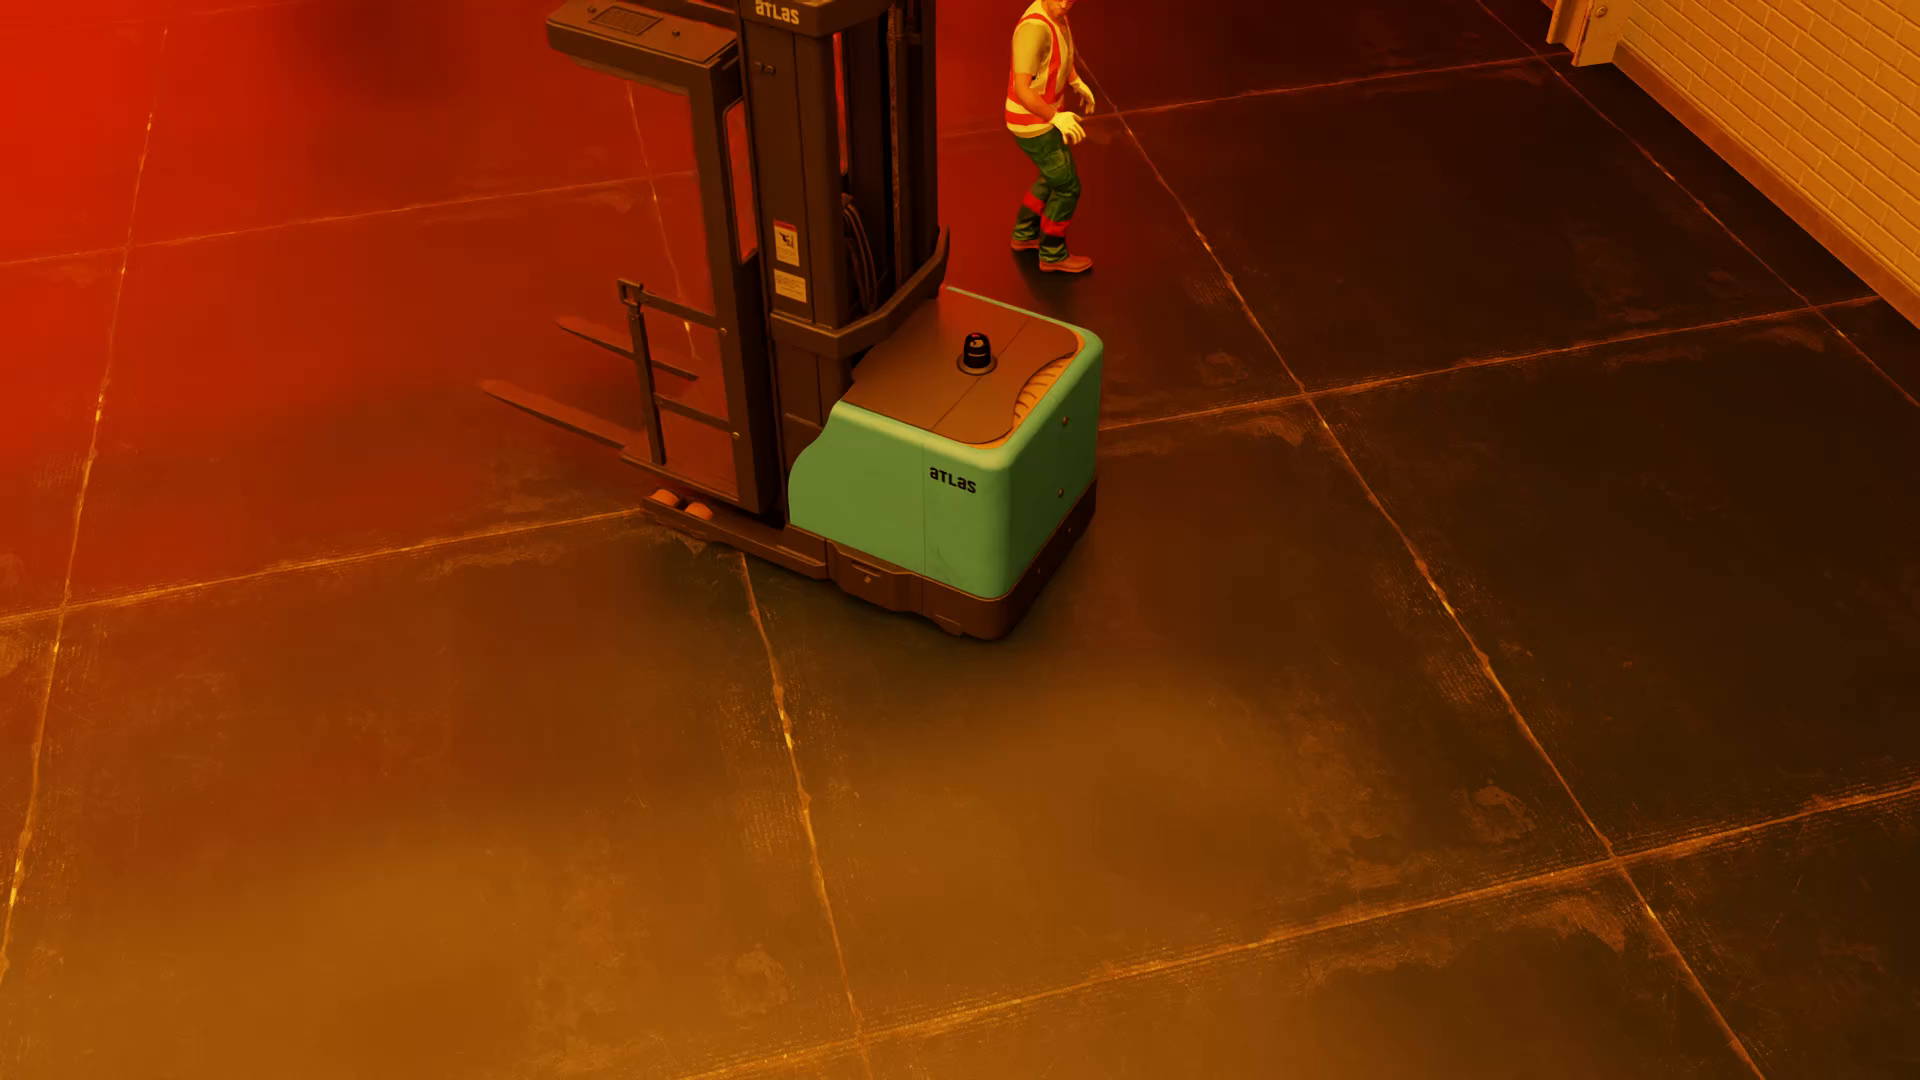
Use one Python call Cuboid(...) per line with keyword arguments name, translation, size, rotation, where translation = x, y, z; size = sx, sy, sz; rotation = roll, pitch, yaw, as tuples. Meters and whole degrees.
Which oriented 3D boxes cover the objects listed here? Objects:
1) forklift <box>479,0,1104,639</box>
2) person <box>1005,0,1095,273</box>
Cuboid(name="forklift", translation=(-0.908, -1.370, 7.095), size=(3.031, 2.935, 1.130), rotation=(21, 47, 20))
Cuboid(name="person", translation=(0.508, -2.270, 8.926), size=(0.515, 1.736, 0.747), rotation=(5, 44, 5))
